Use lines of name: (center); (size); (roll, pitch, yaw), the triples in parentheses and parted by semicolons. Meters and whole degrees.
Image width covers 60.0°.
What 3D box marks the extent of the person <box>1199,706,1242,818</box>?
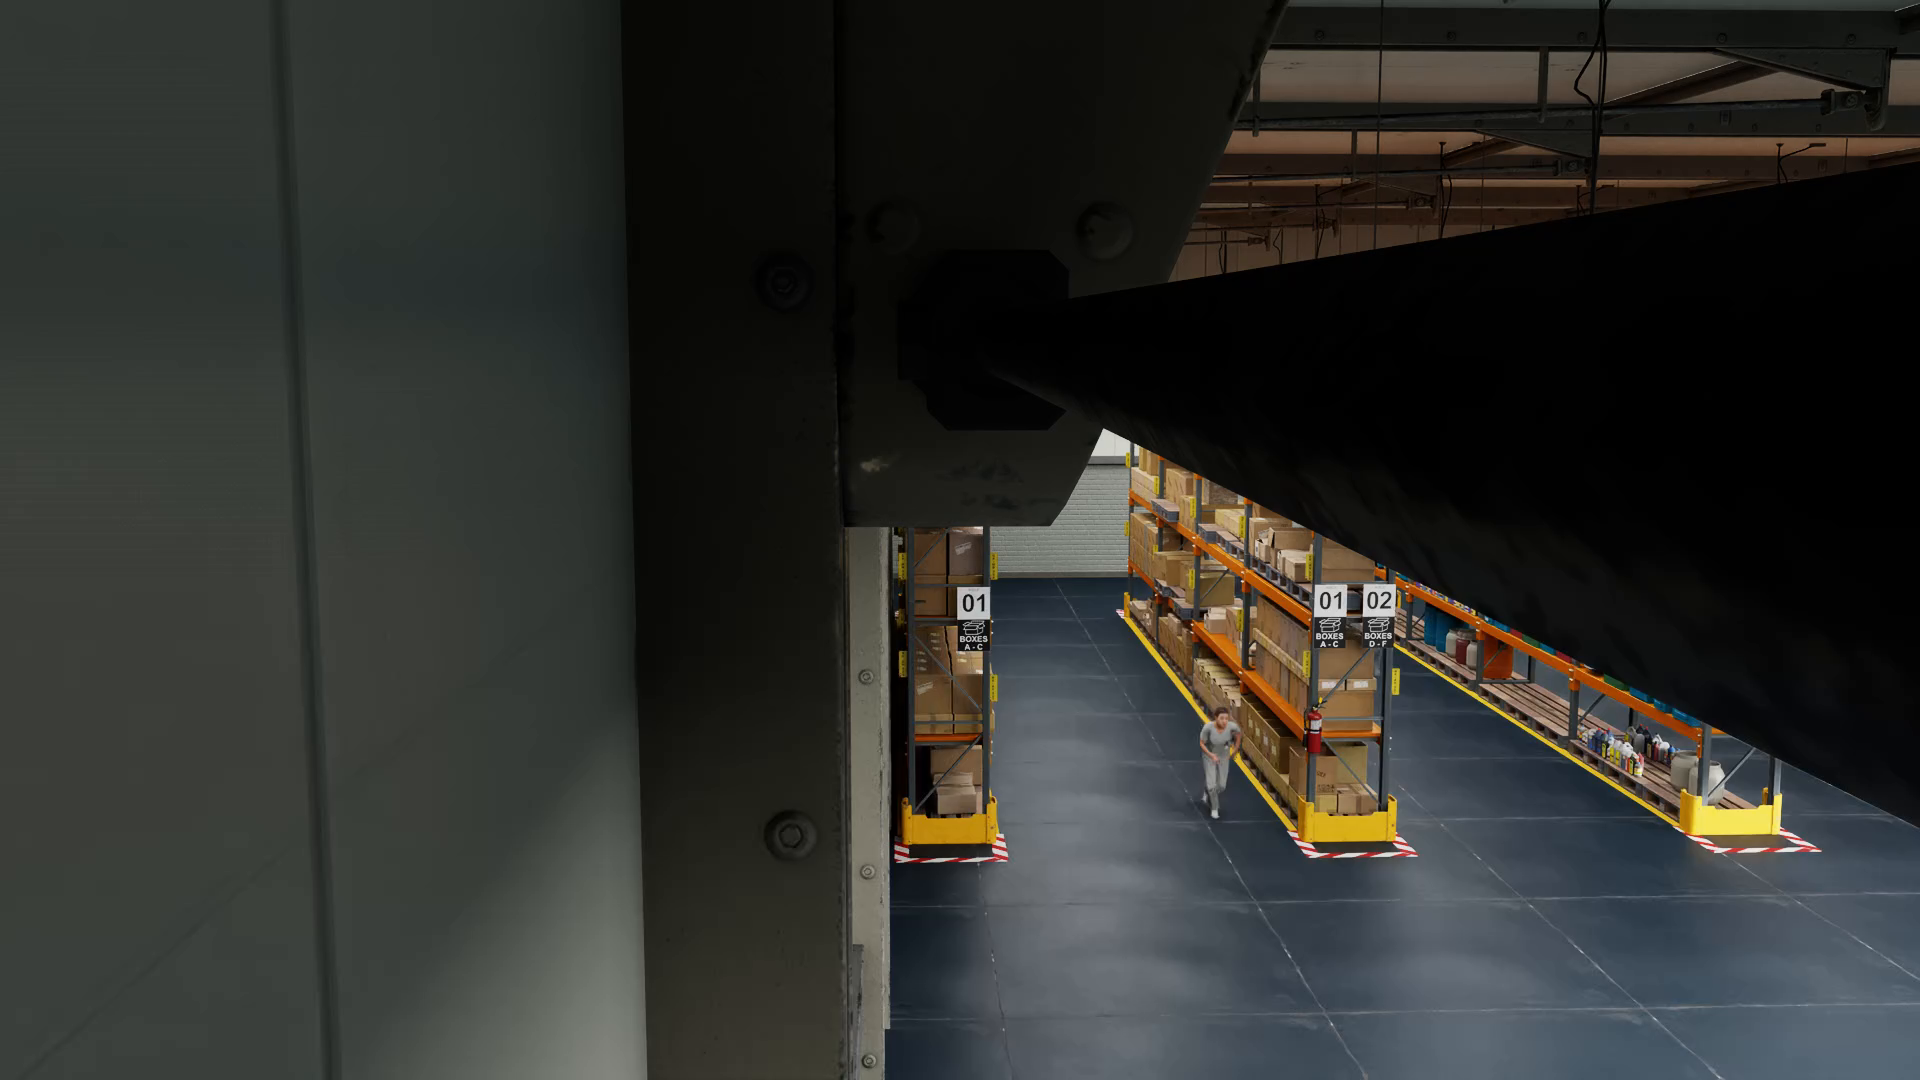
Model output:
person: (3.354, 2.851, 21.470); (0.583, 1.530, 0.800); (-1, 7, -4)

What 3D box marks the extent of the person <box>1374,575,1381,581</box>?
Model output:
person: (9.852, 0.547, 38.975); (0.935, 1.669, 0.628); (1, 7, 9)

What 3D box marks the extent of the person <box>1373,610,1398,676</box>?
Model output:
person: (7.660, 1.642, 30.270); (0.604, 1.668, 0.567); (1, 7, 7)
